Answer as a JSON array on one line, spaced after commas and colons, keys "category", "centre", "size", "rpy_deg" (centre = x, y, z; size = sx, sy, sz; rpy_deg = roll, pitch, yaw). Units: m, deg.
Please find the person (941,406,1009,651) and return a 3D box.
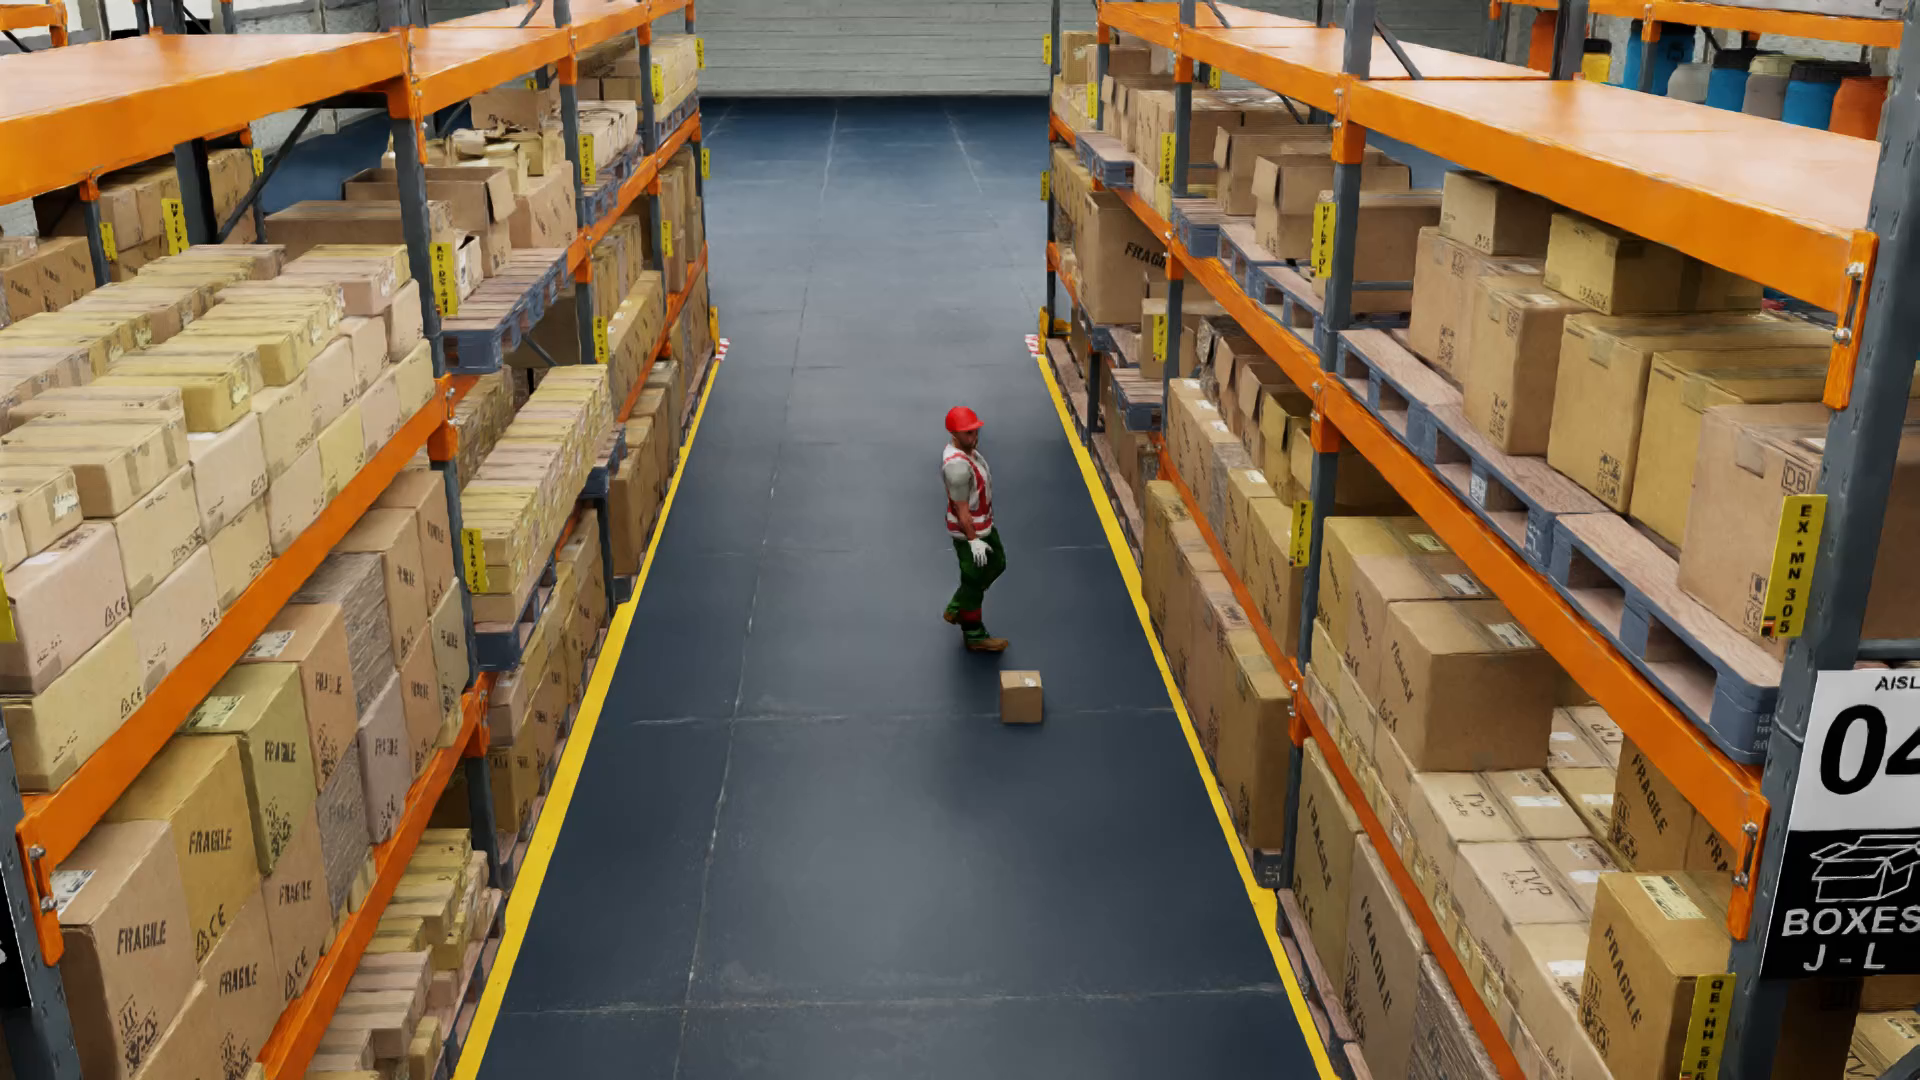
[{"category": "person", "centre": [0.101, -0.069, 11.202], "size": [0.475, 1.785, 0.638], "rpy_deg": [2, 20, 5]}]
